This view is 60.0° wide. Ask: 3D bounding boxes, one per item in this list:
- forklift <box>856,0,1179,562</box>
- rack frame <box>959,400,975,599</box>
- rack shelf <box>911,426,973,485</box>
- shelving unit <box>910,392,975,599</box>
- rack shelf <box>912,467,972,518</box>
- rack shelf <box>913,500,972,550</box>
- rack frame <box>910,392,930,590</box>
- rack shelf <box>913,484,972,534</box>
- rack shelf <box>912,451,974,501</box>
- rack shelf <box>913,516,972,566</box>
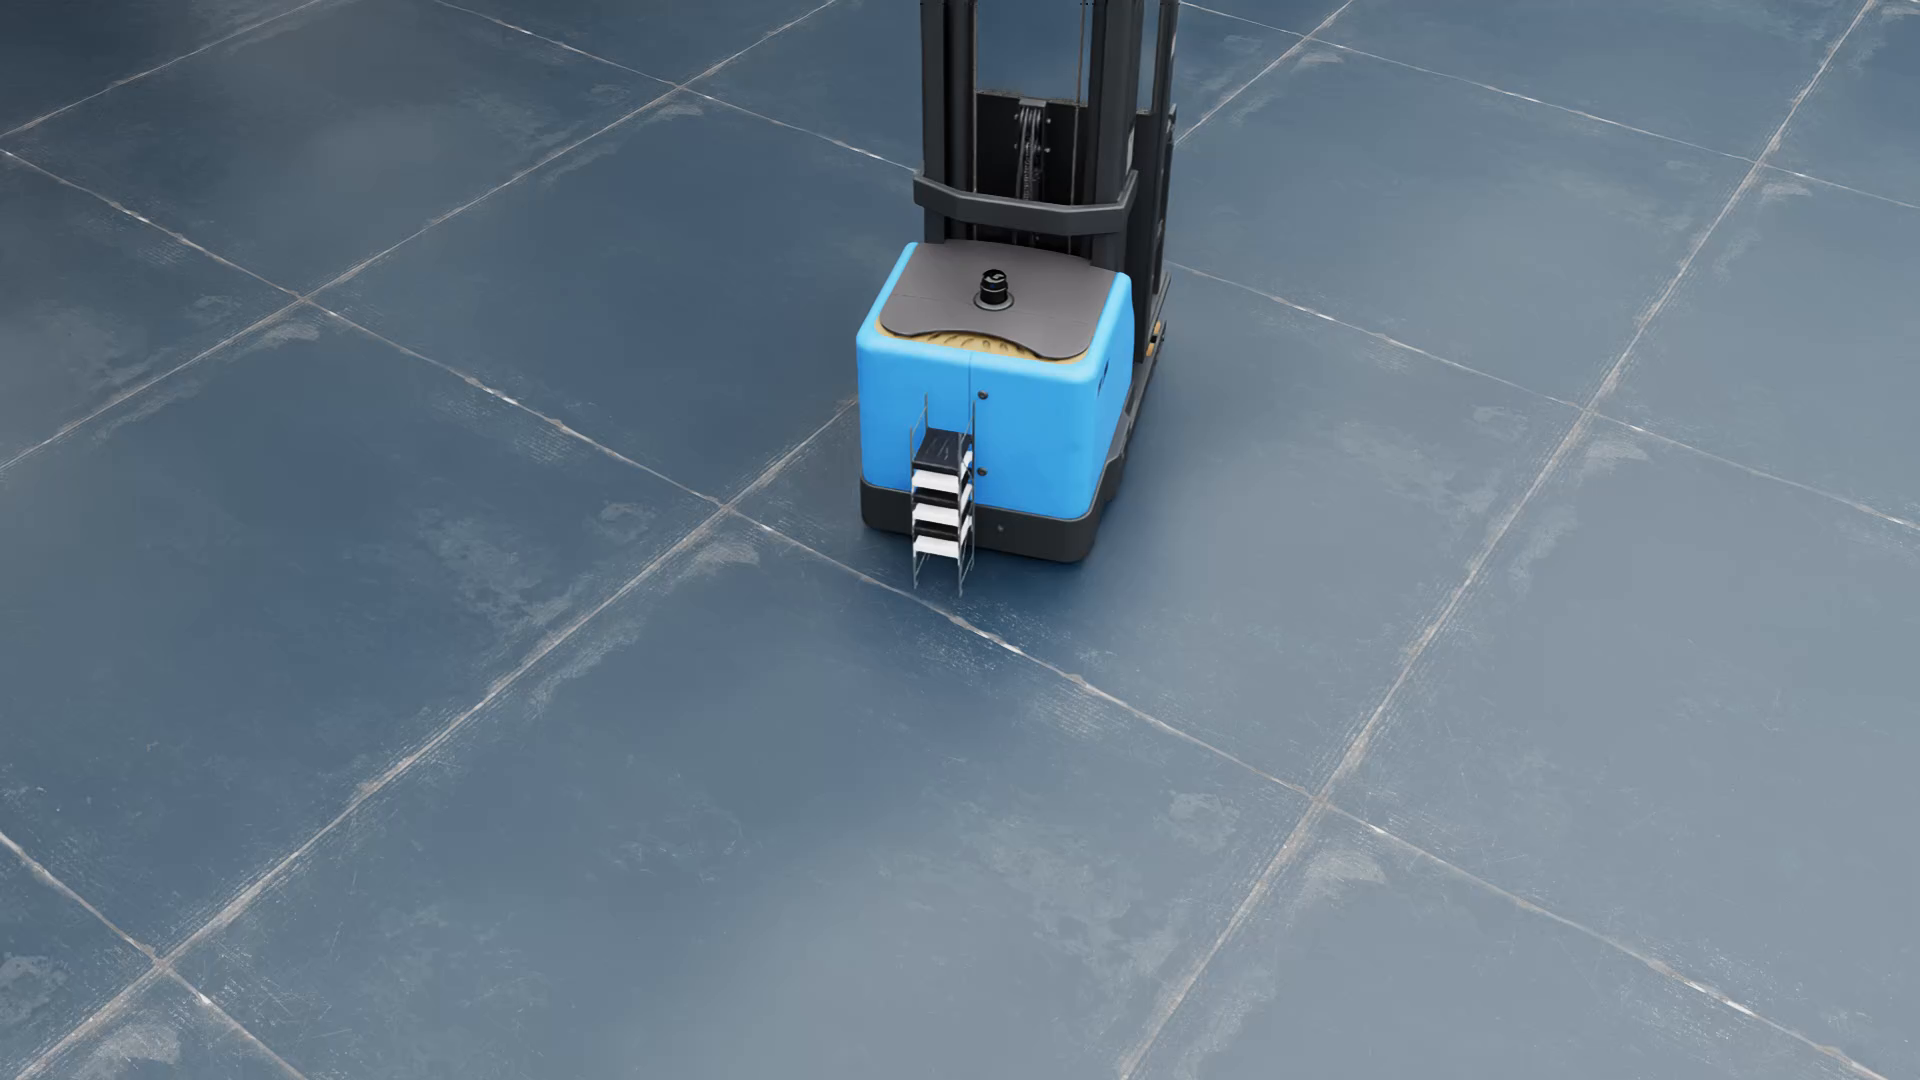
[{"bbox_3d":[0.435,-1.990,7.524,1.130,2.935,3.031,10,43,11],"label":"forklift"},{"bbox_3d":[0.029,-0.158,6.999,0.006,0.900,0.240,10,43,11],"label":"rack frame"},{"bbox_3d":[-0.069,-0.352,6.861,0.200,0.077,0.258,10,43,11],"label":"rack shelf"},{"bbox_3d":[-0.069,-0.175,7.019,0.210,0.900,0.258,10,43,11],"label":"shelving unit"},{"bbox_3d":[-0.069,-0.218,6.982,0.200,0.077,0.258,10,43,11],"label":"rack shelf"},{"bbox_3d":[-0.069,-0.083,7.102,0.200,0.077,0.258,10,43,11],"label":"rack shelf"},{"bbox_3d":[-0.167,-0.193,7.039,0.006,0.900,0.240,10,43,11],"label":"rack frame"},{"bbox_3d":[-0.069,-0.151,7.042,0.200,0.077,0.258,10,43,11],"label":"rack shelf"},{"bbox_3d":[-0.069,-0.285,6.921,0.200,0.077,0.258,10,43,11],"label":"rack shelf"},{"bbox_3d":[-0.069,-0.016,7.162,0.200,0.077,0.258,10,43,11],"label":"rack shelf"}]
